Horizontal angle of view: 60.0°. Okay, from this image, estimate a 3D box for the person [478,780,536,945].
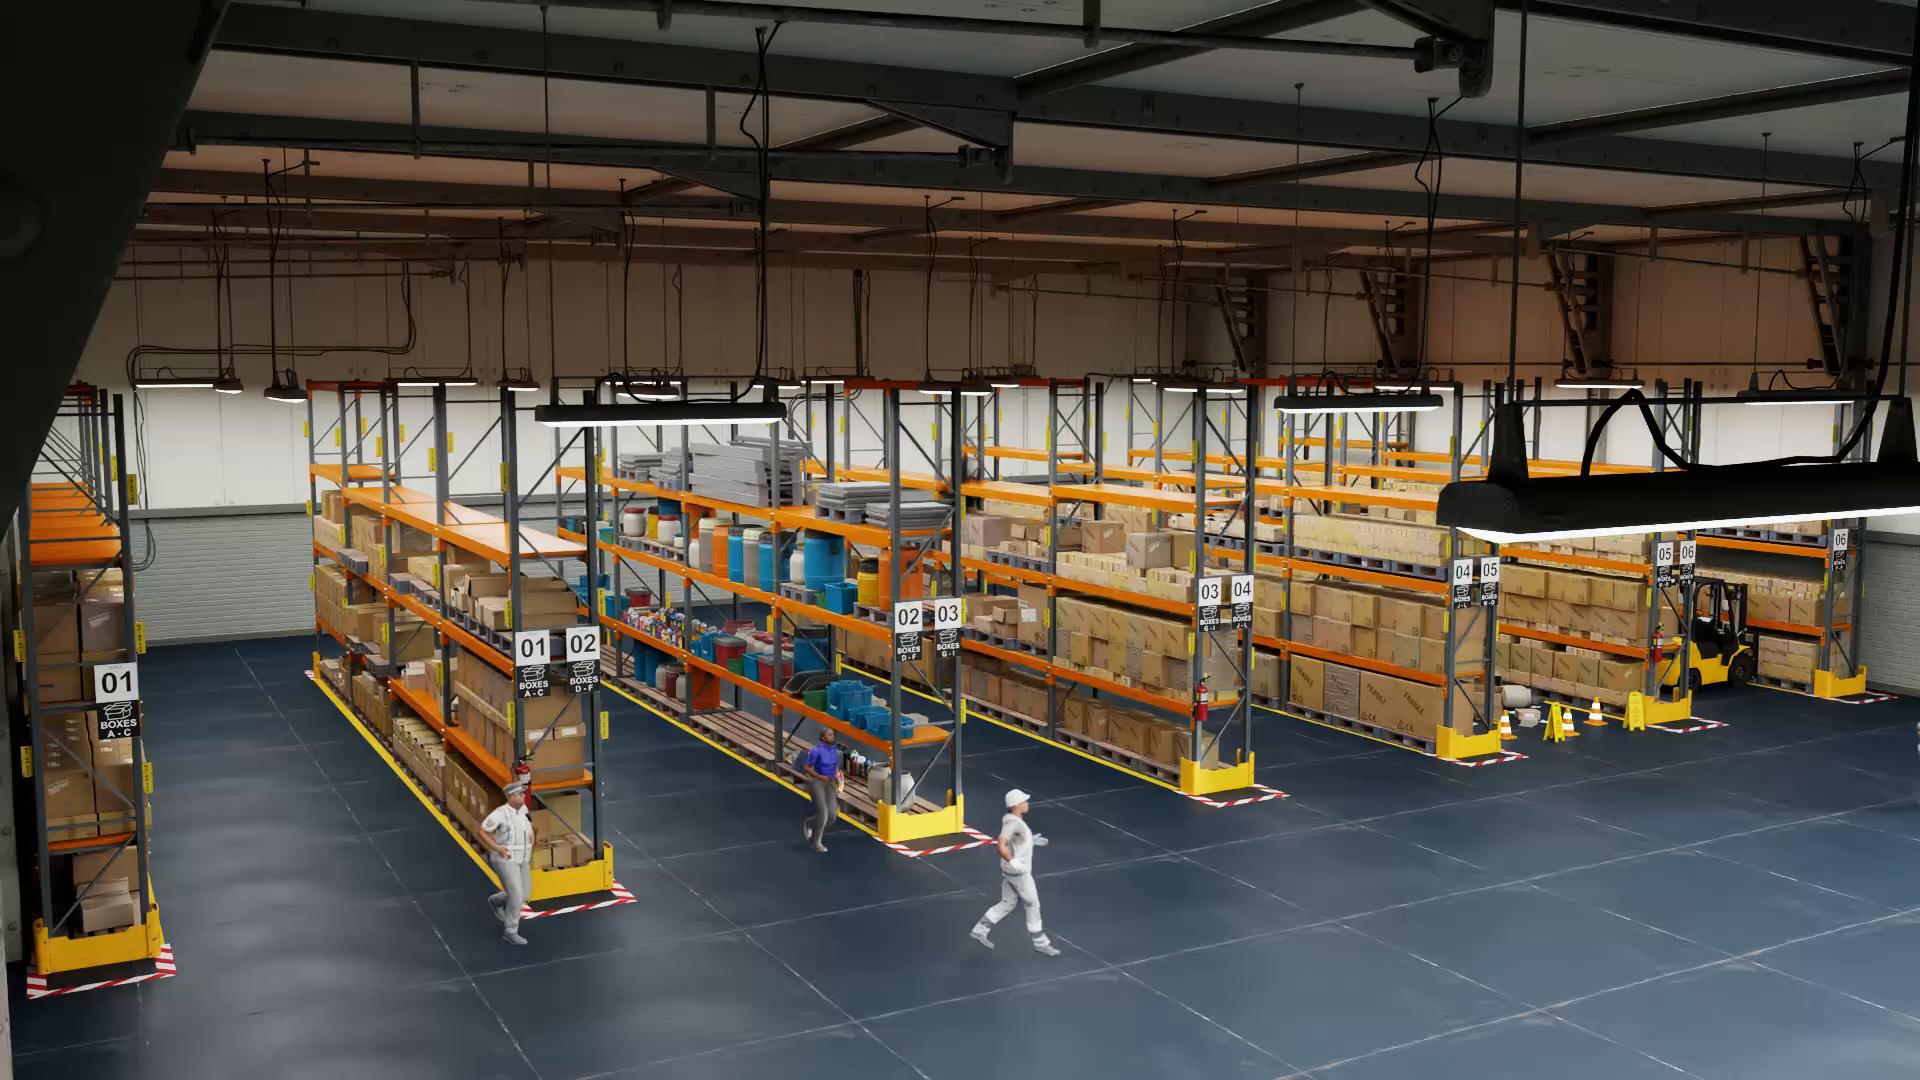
[{"bbox_3d":[-4.983,3.537,18.494,0.803,1.739,0.694,3,7,27],"label":"person"}]

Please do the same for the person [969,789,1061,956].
[{"bbox_3d":[0.589,3.543,17.709,0.979,1.807,0.651,-1,6,-10],"label":"person"}]

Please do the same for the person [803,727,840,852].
[{"bbox_3d":[-1.795,3.244,21.781,0.612,1.596,0.604,5,8,41],"label":"person"}]
